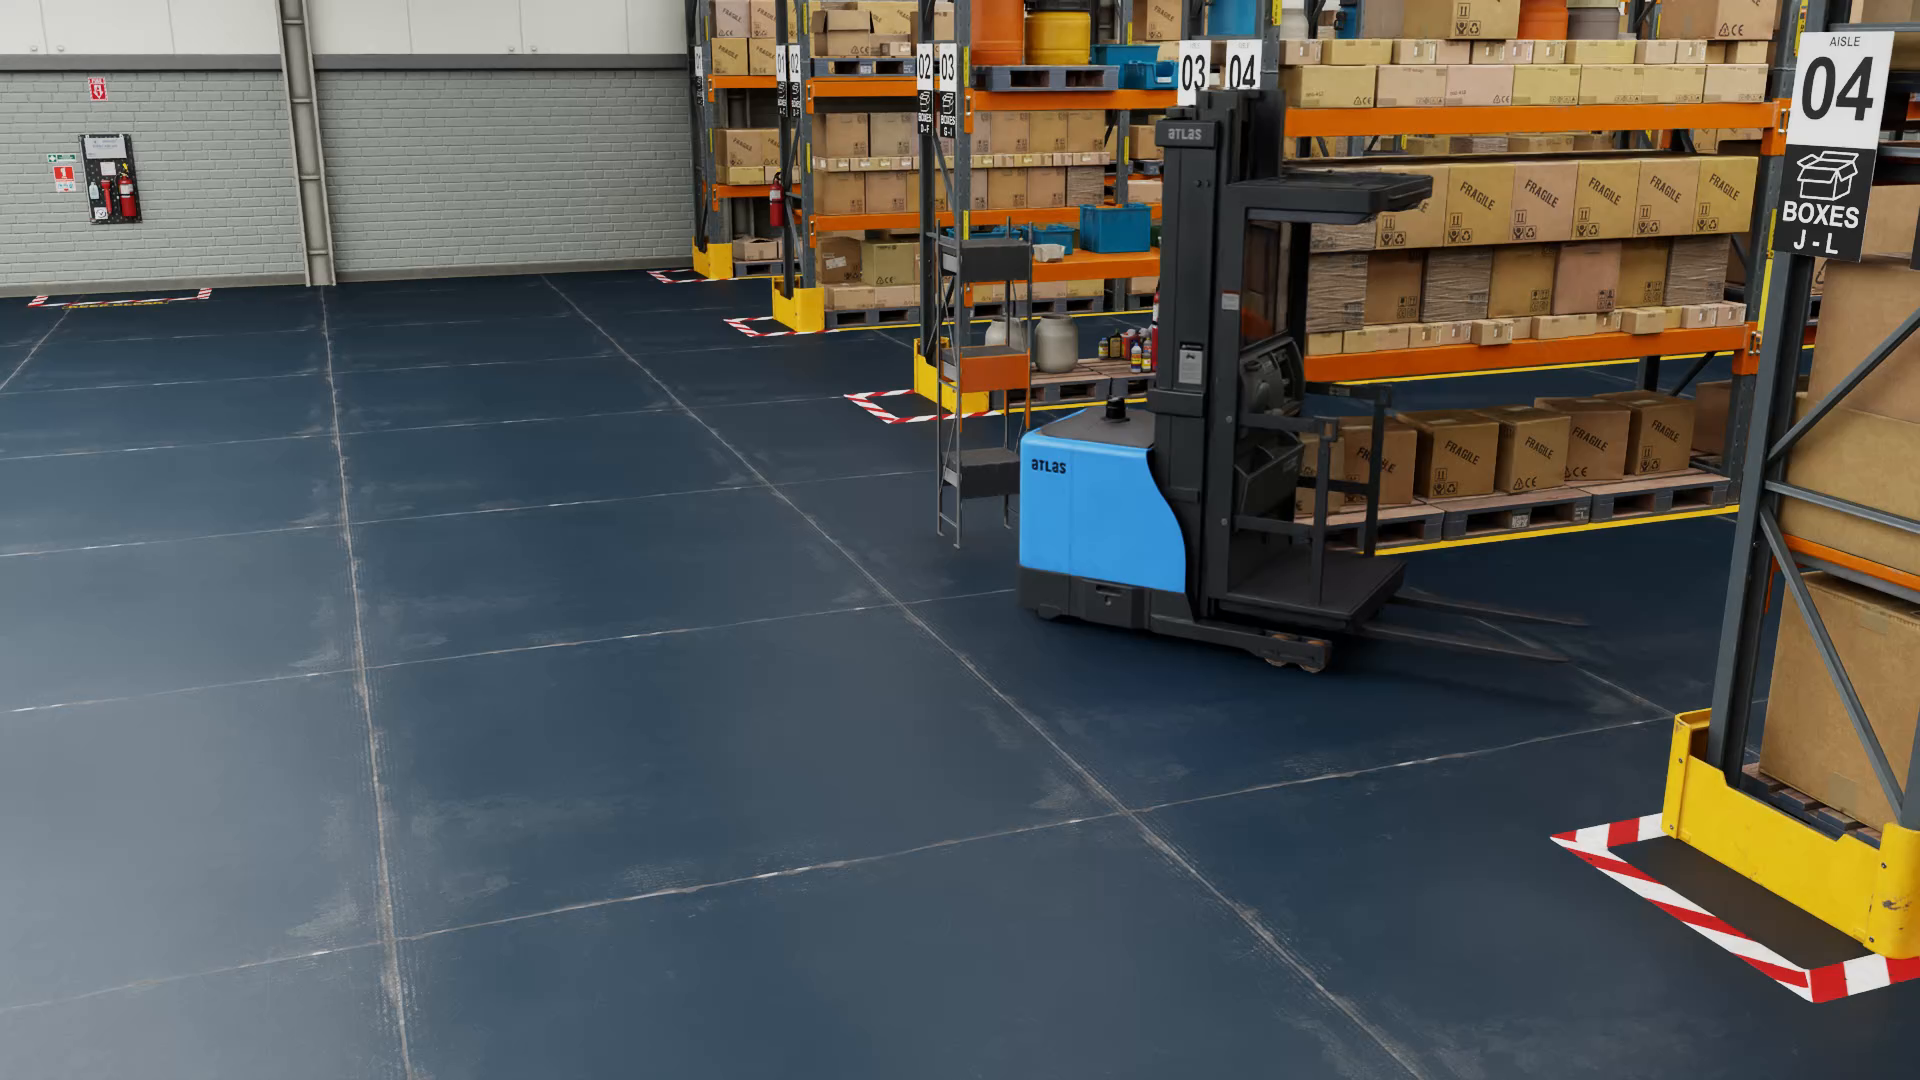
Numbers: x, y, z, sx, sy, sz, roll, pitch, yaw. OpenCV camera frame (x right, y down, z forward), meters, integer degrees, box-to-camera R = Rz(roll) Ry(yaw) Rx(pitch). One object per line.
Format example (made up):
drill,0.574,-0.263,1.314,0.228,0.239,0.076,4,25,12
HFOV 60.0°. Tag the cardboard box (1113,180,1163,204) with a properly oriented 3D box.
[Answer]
cardboard box,2.269,-4.415,21.076,0.500,0.250,0.500,-5,17,-17

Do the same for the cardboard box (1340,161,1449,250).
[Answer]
cardboard box,2.712,-2.119,10.509,0.500,0.500,0.500,-6,17,-20

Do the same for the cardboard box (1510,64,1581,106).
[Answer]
cardboard box,3.601,-2.920,10.661,0.500,0.250,0.500,-6,17,-18

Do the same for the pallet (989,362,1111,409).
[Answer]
pallet,0.674,-1.482,15.769,1.213,0.211,1.003,-6,17,-20

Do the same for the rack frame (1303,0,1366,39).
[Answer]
rack frame,3.594,-6.001,15.562,0.127,3.000,1.000,-6,17,-20

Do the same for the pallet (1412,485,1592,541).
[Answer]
pallet,3.611,-0.280,11.678,1.213,0.211,1.003,-6,17,-20

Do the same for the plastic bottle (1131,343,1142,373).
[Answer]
plastic bottle,1.663,-1.722,15.700,0.097,0.271,0.097,0,16,0

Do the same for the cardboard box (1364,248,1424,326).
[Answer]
cardboard box,2.579,-1.737,10.984,0.500,0.500,0.875,-6,17,-20

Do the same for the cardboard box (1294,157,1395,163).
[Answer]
cardboard box,2.521,-2.259,10.986,0.500,0.500,0.500,-6,17,-20

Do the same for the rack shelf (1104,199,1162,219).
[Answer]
rack shelf,3.693,-4.282,21.635,4.000,0.370,1.077,-6,17,-20

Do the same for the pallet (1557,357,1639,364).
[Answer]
pallet,6.592,-2.120,17.942,1.213,0.211,1.003,-6,17,-20

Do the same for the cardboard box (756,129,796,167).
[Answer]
cardboard box,-2.668,-5.639,23.878,0.500,0.500,0.500,-6,17,-20

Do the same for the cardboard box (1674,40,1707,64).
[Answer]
cardboard box,4.681,-3.218,10.968,0.250,0.149,0.380,-7,18,-23

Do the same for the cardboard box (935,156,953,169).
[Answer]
cardboard box,-0.265,-4.495,19.753,0.250,0.149,0.380,-6,18,-21

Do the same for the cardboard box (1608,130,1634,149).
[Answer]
cardboard box,9.675,-5.879,23.844,0.500,0.500,0.500,-6,17,-20

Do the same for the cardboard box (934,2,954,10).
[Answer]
cardboard box,-0.322,-7.584,24.288,0.500,0.500,0.500,-8,18,-25

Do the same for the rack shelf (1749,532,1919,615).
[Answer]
rack shelf,5.179,0.043,6.906,4.000,0.370,1.077,-6,17,-20

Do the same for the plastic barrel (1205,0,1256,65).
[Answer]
plastic barrel,2.626,-4.931,15.609,0.708,0.901,0.600,-6,17,-20

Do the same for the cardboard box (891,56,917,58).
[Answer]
cardboard box,-0.811,-7.062,24.287,0.500,0.500,0.500,-8,18,-25

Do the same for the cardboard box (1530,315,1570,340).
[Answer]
cardboard box,3.865,-1.452,11.166,0.250,0.149,0.380,-6,17,-20

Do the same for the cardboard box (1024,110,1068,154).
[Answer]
cardboard box,0.942,-4.999,20.317,0.500,0.500,0.700,-6,17,-20

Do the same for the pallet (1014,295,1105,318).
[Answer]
pallet,1.067,-3.019,21.004,1.213,0.211,1.003,-6,17,-20

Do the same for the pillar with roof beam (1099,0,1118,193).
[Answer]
pillar with roof beam,3.801,-7.975,22.283,0.400,9.000,9.100,-6,17,-20

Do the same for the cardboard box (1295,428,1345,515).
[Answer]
cardboard box,2.220,-0.477,11.089,0.500,0.500,0.500,-3,17,-10

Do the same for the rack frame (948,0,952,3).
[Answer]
rack frame,0.049,-8.607,24.438,0.127,3.000,1.000,-6,17,-20

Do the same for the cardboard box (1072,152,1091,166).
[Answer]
cardboard box,1.416,-4.677,20.373,0.250,0.149,0.380,-7,18,-21

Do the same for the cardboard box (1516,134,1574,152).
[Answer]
cardboard box,8.154,-5.407,23.265,0.500,0.500,0.700,-3,17,-11

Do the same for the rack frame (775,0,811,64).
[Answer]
rack frame,-1.910,-6.901,18.628,0.127,3.000,1.000,-6,17,-20

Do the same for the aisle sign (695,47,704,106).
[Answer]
aisle sign,-3.646,-6.487,23.250,0.004,0.787,0.394,-6,17,-20

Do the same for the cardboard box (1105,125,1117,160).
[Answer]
cardboard box,2.193,-6.210,25.963,0.500,0.500,0.700,-6,17,-20

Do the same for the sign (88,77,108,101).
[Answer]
sign,-11.309,-5.917,21.811,0.199,0.298,0.001,-6,17,-20

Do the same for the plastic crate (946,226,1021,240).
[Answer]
plastic crate,0.219,-2.777,15.495,0.616,0.251,0.499,-6,17,-20

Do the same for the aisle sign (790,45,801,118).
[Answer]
aisle sign,-1.862,-5.183,18.810,0.004,0.787,0.394,-6,17,-20

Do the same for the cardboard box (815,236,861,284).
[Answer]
cardboard box,-1.516,-3.397,20.147,0.500,0.500,0.500,-6,17,-20

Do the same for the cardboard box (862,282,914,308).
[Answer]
cardboard box,-0.864,-2.952,19.961,0.500,0.250,0.500,-6,17,-20

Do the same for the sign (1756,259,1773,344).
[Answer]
sign,3.130,-0.914,6.412,0.005,0.325,0.100,-6,17,-20

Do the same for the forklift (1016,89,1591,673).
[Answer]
forklift,1.862,-0.881,8.898,3.031,2.935,1.130,9,19,28

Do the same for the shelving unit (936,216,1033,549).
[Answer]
shelving unit,0.155,-1.024,10.859,0.503,2.100,0.431,-6,17,-20

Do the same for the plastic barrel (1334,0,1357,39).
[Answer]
plastic barrel,3.991,-4.911,16.283,0.708,0.901,0.600,-6,17,-20

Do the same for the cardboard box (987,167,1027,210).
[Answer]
cardboard box,0.453,-4.323,20.319,0.500,0.500,0.700,-6,17,-19

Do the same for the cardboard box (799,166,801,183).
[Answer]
cardboard box,-2.159,-5.335,24.172,0.500,0.250,0.500,-6,18,-21

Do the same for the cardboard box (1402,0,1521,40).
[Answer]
cardboard box,3.114,-3.364,10.315,0.500,0.500,0.500,-6,17,-20

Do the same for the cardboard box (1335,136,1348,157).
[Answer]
cardboard box,6.234,-6.521,27.238,0.500,0.500,0.500,-6,17,-20

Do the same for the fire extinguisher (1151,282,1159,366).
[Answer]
fire extinguisher,1.359,-1.489,10.981,0.183,0.674,0.296,-6,17,-20

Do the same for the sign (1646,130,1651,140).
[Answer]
sign,9.497,-5.642,22.934,0.005,0.325,0.100,-6,17,-20

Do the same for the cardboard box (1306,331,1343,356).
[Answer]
cardboard box,2.223,-1.282,10.585,0.250,0.149,0.380,-6,17,-20

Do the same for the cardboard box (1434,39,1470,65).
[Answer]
cardboard box,2.948,-3.032,10.335,0.250,0.149,0.380,-6,17,-20

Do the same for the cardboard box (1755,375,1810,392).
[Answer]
cardboard box,6.399,-0.930,12.598,0.500,0.500,0.700,-6,17,-20

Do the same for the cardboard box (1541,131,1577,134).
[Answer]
cardboard box,10.106,-6.952,28.917,0.700,0.700,0.980,-6,18,-21

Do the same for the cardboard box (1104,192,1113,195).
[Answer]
cardboard box,2.576,-5.377,26.408,0.500,0.250,0.500,-6,17,-19
